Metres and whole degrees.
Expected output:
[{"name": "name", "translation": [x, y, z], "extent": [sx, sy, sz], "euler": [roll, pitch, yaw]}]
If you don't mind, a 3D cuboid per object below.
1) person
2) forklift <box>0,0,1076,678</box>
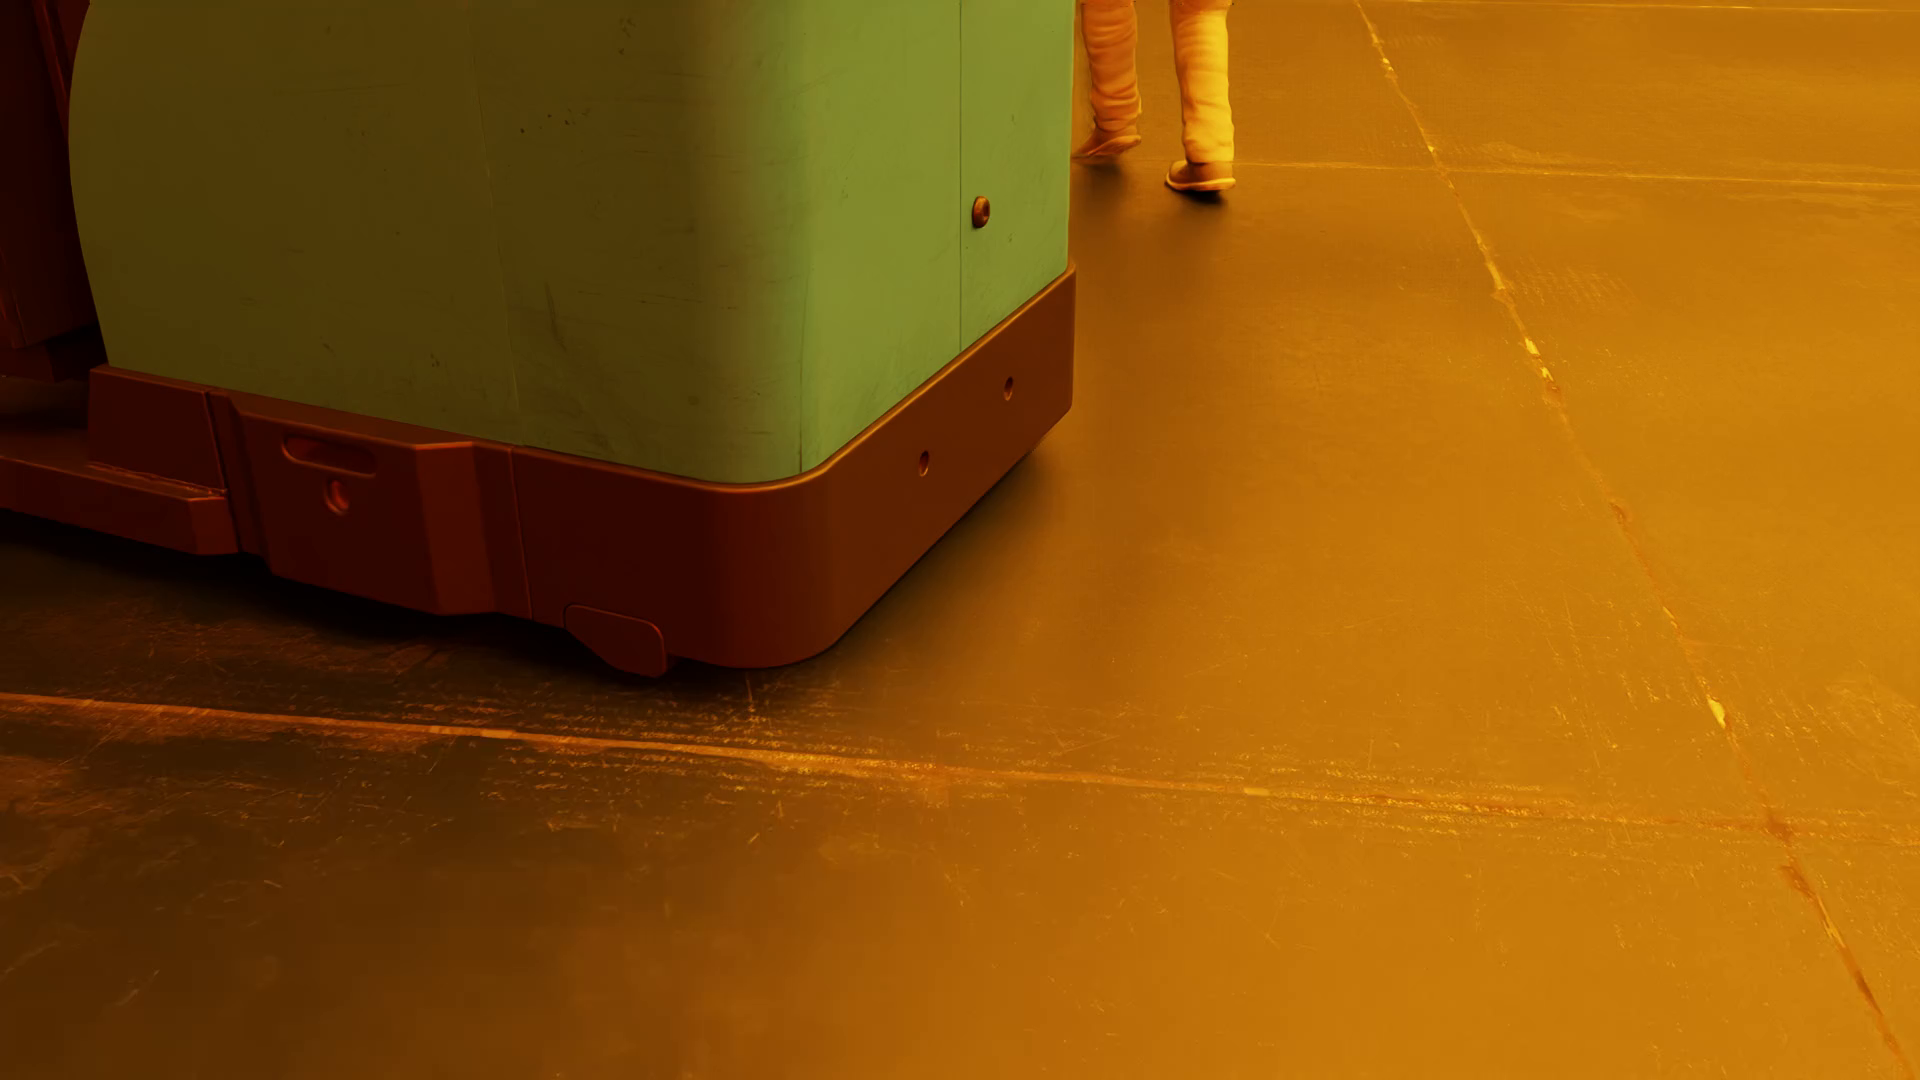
[{"name": "person", "translation": [0.538, -1.663, 4.106], "extent": [0.524, 1.647, 0.844], "euler": [-8, 28, -16]}, {"name": "forklift", "translation": [-1.376, -1.561, 2.345], "extent": [3.031, 2.935, 1.130], "euler": [11, 29, 21]}]
